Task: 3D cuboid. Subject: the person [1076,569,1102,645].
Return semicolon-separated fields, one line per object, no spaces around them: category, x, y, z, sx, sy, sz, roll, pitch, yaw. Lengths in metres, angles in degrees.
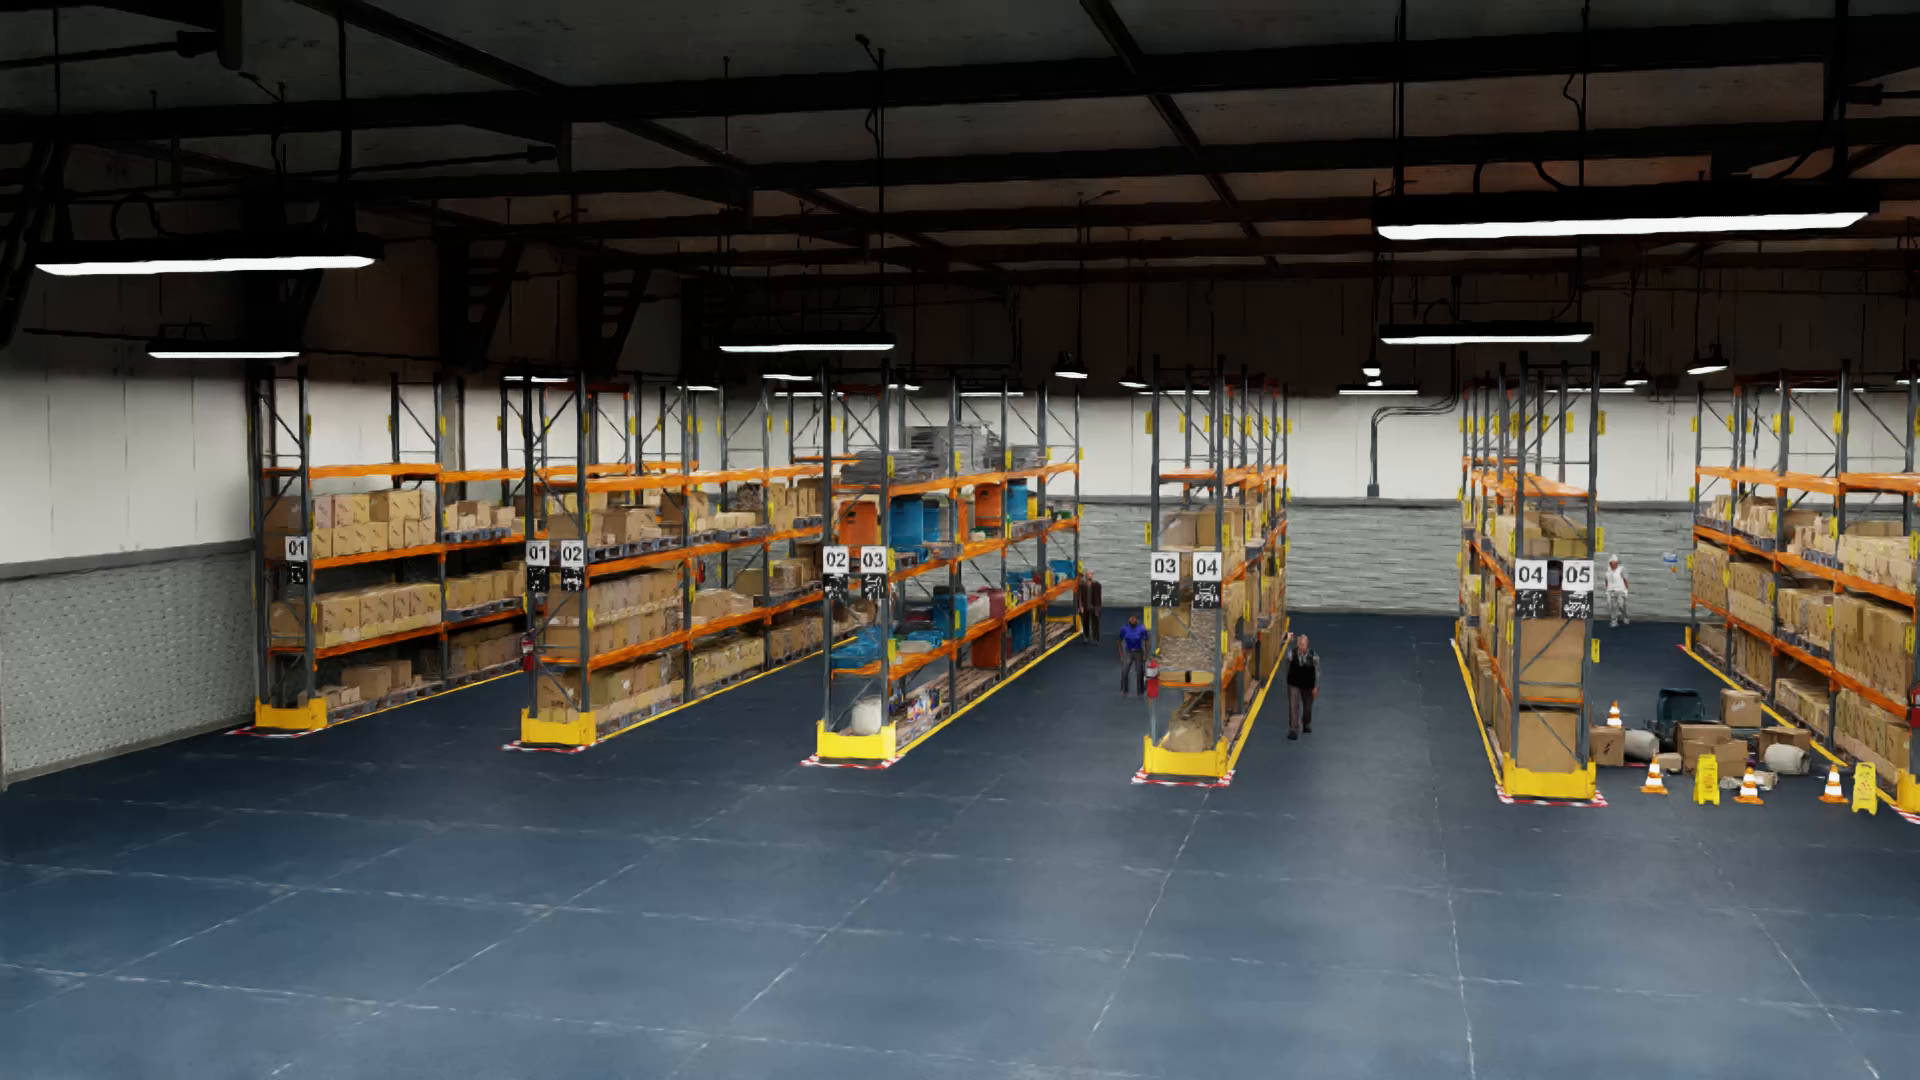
person;2.943;1.516;37.889;0.580;1.715;1.104;0;4;6

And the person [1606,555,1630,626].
person;16.425;1.259;41.521;0.577;1.772;0.598;-3;5;-40

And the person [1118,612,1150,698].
person;3.181;2.160;30.513;0.592;1.495;0.513;1;4;12

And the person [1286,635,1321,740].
person;5.493;2.333;26.623;0.543;1.649;1.119;1;4;12

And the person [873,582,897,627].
person;-1.750;1.528;38.703;0.592;1.629;0.526;1;4;12
